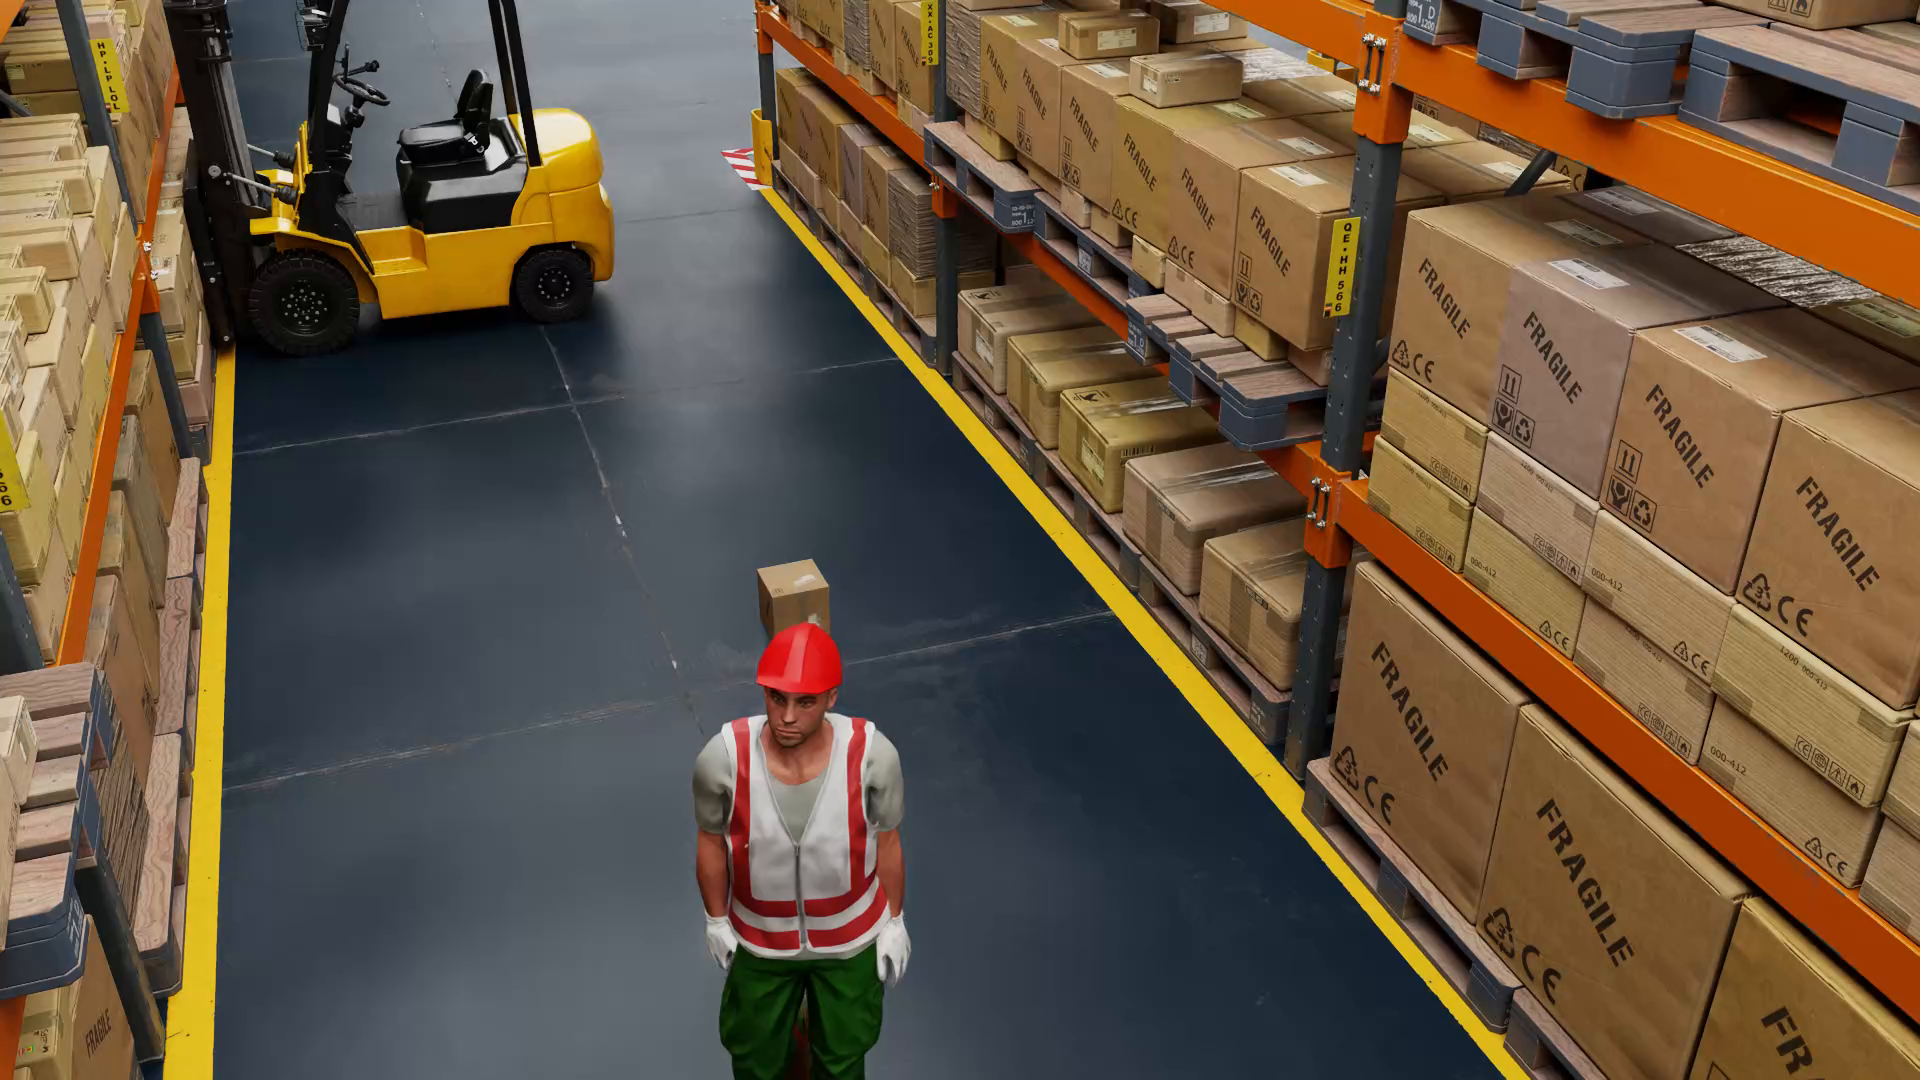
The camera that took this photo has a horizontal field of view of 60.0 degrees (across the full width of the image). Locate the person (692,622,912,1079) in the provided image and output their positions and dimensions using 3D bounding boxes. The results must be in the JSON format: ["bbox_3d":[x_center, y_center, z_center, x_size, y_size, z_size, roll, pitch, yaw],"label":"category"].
[{"bbox_3d":[-0.400,0.985,4.324,0.545,1.780,0.609,-2,30,-3],"label":"person"}]
